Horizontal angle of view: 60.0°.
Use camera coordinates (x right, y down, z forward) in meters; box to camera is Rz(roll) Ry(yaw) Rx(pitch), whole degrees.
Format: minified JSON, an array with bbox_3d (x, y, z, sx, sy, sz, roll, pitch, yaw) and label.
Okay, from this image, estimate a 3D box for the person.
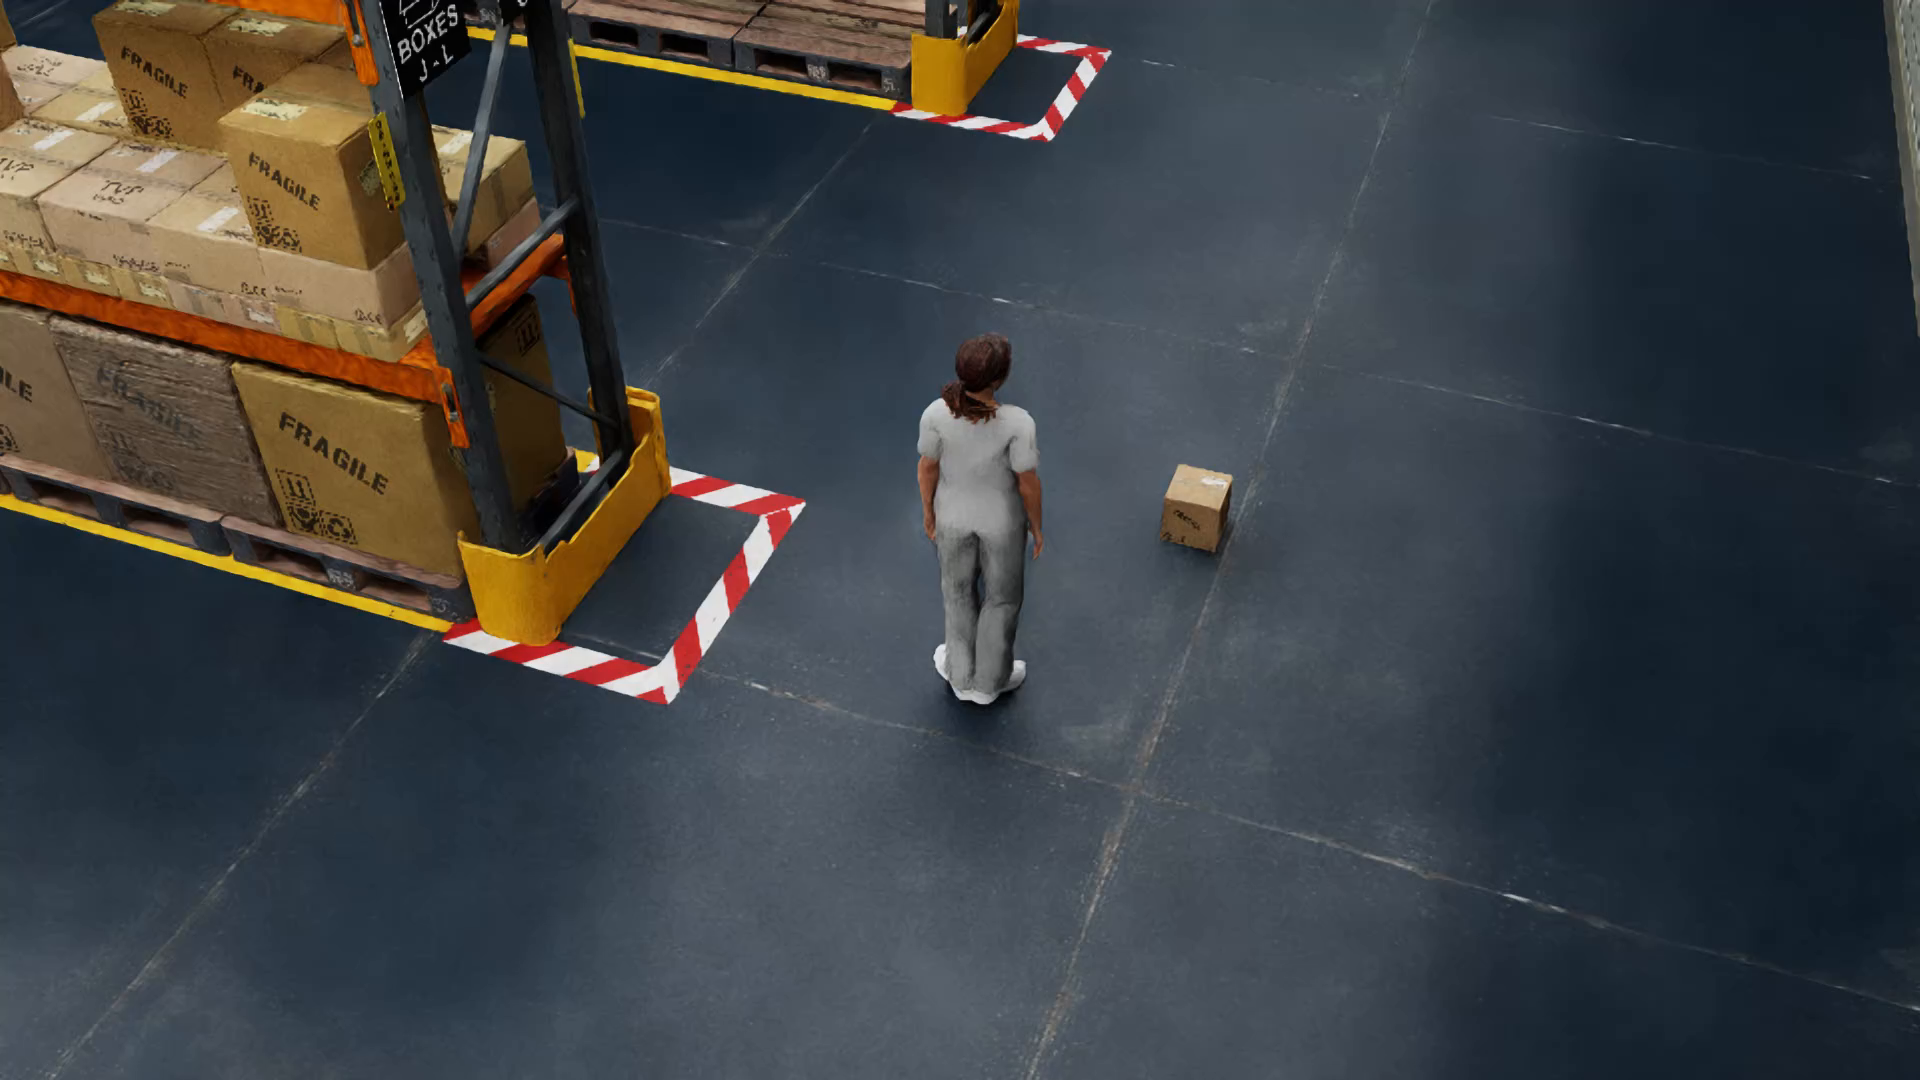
[{"bbox_3d":[0.080,-0.064,6.218,0.476,1.679,0.360,7,42,7],"label":"person"}]
